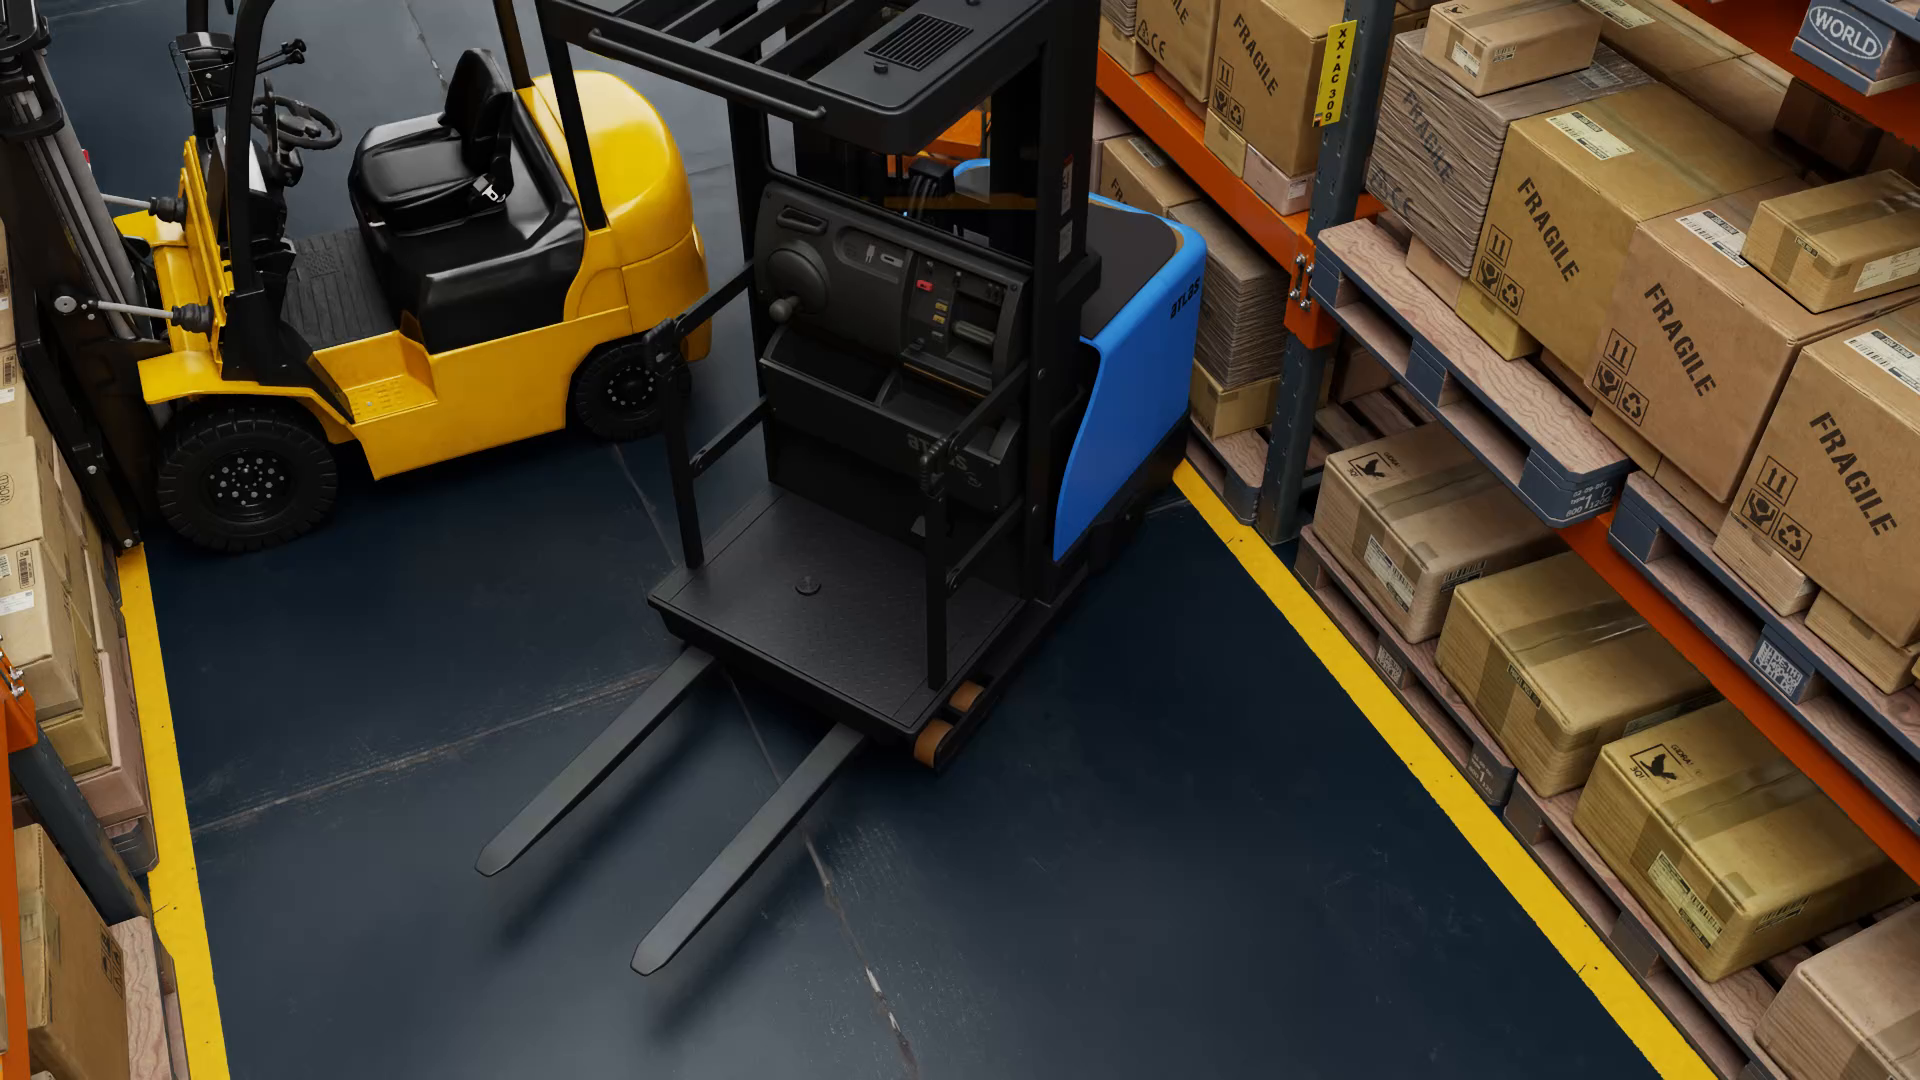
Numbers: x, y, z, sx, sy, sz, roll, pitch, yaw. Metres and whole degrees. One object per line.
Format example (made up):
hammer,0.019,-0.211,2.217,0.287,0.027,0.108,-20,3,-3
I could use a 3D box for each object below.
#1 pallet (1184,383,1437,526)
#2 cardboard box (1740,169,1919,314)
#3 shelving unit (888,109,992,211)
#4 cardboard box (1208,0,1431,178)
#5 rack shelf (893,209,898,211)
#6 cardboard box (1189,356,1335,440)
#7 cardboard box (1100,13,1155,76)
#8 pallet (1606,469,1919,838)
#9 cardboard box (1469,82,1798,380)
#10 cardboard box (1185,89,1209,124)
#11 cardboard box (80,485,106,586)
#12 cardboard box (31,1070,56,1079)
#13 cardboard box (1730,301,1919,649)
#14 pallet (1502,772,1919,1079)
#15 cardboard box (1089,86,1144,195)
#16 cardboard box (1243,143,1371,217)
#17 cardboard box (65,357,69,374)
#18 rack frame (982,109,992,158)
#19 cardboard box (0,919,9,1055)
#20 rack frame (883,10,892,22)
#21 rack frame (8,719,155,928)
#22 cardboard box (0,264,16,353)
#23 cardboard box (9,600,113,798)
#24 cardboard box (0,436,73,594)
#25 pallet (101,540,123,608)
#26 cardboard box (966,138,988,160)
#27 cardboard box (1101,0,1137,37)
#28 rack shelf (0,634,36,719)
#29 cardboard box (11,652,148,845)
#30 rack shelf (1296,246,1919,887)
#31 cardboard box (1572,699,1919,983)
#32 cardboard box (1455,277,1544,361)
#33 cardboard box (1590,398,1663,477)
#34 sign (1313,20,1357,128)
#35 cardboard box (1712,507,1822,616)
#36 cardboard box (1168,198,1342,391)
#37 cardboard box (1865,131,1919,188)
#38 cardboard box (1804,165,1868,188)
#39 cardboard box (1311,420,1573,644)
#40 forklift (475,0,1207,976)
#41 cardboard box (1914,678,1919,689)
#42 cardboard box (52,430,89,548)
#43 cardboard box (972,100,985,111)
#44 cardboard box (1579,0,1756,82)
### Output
pallet,1.277,-0.648,6.757,1.003,0.211,1.213,-18,47,-17
cardboard box,2.018,-0.679,3.759,0.380,0.149,0.250,-16,47,-15
shelving unit,-0.109,-1.286,6.699,0.503,1.200,0.258,12,46,12
cardboard box,1.179,-1.574,5.427,0.500,0.500,0.500,-19,48,-18
rack shelf,-0.109,-1.238,6.747,0.480,0.148,0.258,12,46,12
cardboard box,1.099,-0.691,6.474,0.500,0.250,0.500,-16,47,-16
cardboard box,0.749,-1.895,6.214,0.380,0.149,0.250,-19,48,-18
pallet,2.404,0.145,4.104,1.003,0.211,1.213,-18,47,-17
cardboard box,1.739,-0.812,4.355,0.500,0.500,0.500,-18,47,-17
cardboard box,1.030,-1.595,5.909,0.380,0.149,0.250,-18,47,-17
cardboard box,-3.271,0.026,5.746,0.500,0.250,0.500,-17,47,-17
cardboard box,-2.362,1.767,3.715,0.875,0.625,0.625,-18,48,-18
cardboard box,2.161,-0.168,3.703,0.500,0.500,0.500,-20,48,-19
pallet,2.437,1.044,5.042,1.003,0.211,1.213,-18,47,-17
cardboard box,0.668,-1.607,6.868,0.500,0.500,0.500,-16,47,-15
cardboard box,1.180,-1.249,5.559,0.380,0.149,0.250,-18,48,-18
cardboard box,-3.667,-0.789,6.217,0.500,0.250,0.500,-19,48,-18
rack frame,0.124,-1.235,6.648,0.015,1.200,0.240,12,46,12
cardboard box,-2.245,0.861,3.348,0.500,0.250,0.500,-18,47,-18
rack frame,-0.091,-3.772,7.937,1.000,3.000,0.127,-18,47,-17
rack frame,-2.911,0.245,3.866,1.000,3.000,0.127,-18,47,-17
cardboard box,-3.469,-0.662,5.732,0.500,0.250,0.500,-19,48,-18
cardboard box,-2.834,0.497,4.913,0.500,0.250,0.500,-18,47,-18
cardboard box,-3.035,-0.011,5.073,0.500,0.250,0.500,-18,47,-17
pallet,-3.724,-0.060,6.160,1.003,0.211,1.213,-18,47,-17
cardboard box,0.205,-2.020,7.820,0.500,0.250,0.500,-16,47,-16
cardboard box,0.734,-2.230,6.091,0.500,0.500,0.500,-17,47,-16
rack shelf,-3.752,-0.773,5.410,1.077,0.370,4.000,-18,47,-17
cardboard box,-2.814,0.668,5.096,0.500,0.250,0.500,-18,47,-17
rack shelf,2.432,0.307,4.315,1.077,0.370,4.000,-18,47,-17
cardboard box,2.413,0.796,4.880,0.950,0.372,0.625,-17,47,-16
cardboard box,1.634,-0.676,4.679,0.380,0.149,0.250,-17,47,-17
cardboard box,1.893,-0.342,4.340,0.380,0.149,0.250,-17,47,-17
sign,1.102,-1.366,4.883,0.100,0.325,0.005,-18,47,-17
cardboard box,2.060,0.001,3.993,0.380,0.149,0.250,-16,47,-16
cardboard box,1.099,-0.959,6.211,0.500,0.500,0.500,-19,48,-18
cardboard box,2.428,-0.914,3.997,0.380,0.149,0.250,-20,48,-19
cardboard box,2.415,-0.641,4.182,0.500,0.500,0.500,-17,47,-16
cardboard box,1.814,-0.104,5.791,0.950,0.372,0.625,-17,47,-17
forklift,-0.342,-0.673,4.846,1.130,2.935,3.031,25,50,23
cardboard box,2.379,0.298,3.692,0.380,0.149,0.250,-18,47,-17
cardboard box,-3.249,-0.147,5.566,0.500,0.250,0.500,-18,48,-18
cardboard box,0.232,-2.267,7.537,0.500,0.500,0.500,-20,48,-19
cardboard box,1.994,-1.287,4.837,0.500,0.500,0.500,-19,48,-18
